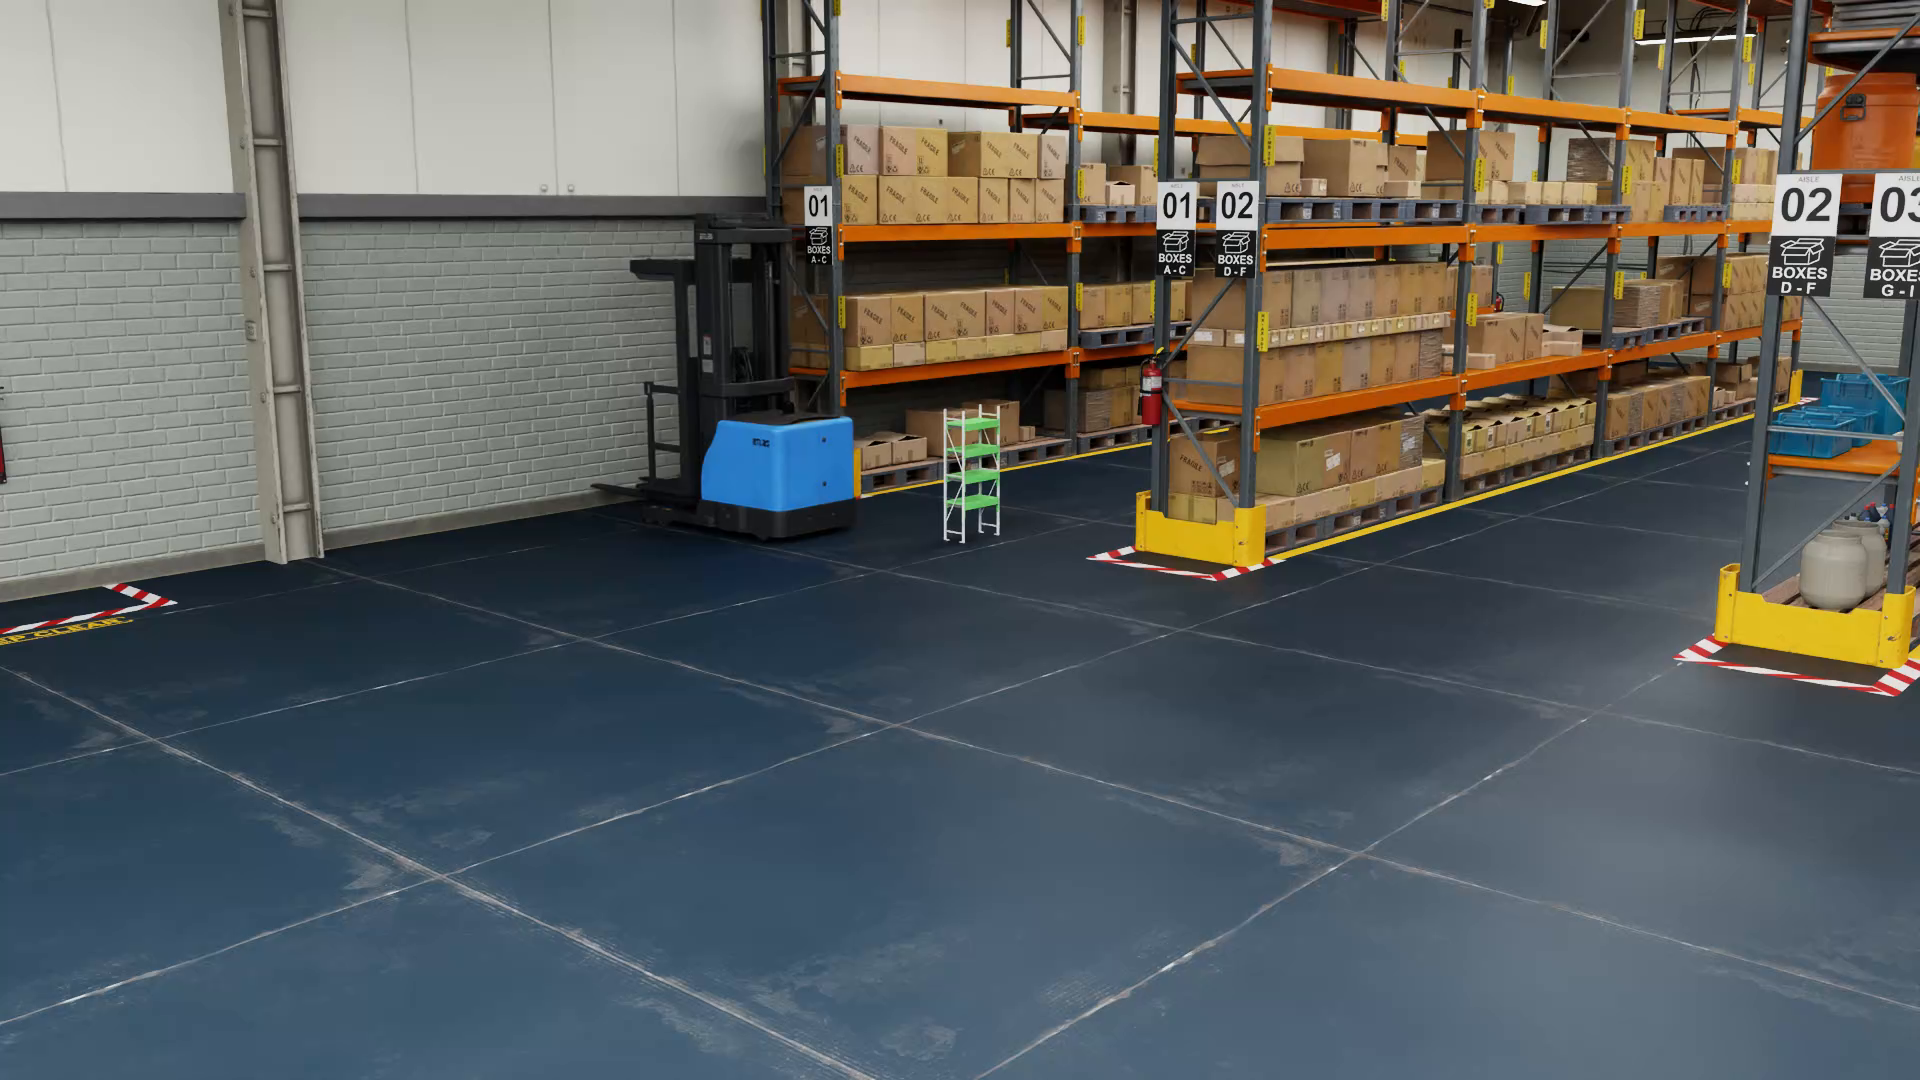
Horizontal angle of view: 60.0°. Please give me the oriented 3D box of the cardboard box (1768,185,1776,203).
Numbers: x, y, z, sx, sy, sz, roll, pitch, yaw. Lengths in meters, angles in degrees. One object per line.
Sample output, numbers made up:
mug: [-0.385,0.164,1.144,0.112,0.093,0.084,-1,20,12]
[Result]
cardboard box: [11.528,-5.008,24.075,0.500,0.250,0.500,10,15,40]

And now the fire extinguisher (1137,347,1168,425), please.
fire extinguisher: [1.675,-1.346,14.488,0.296,0.674,0.183,10,15,40]

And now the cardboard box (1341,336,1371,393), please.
cardboard box: [3.440,-1.685,15.735,0.700,0.500,0.500,10,15,42]

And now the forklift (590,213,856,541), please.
forklift: [-2.429,-1.646,15.968,3.031,2.935,1.130,9,15,39]

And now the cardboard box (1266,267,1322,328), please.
cardboard box: [2.798,-2.179,14.896,0.700,0.500,0.500,9,15,39]

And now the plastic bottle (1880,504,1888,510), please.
plastic bottle: [7.921,-0.176,14.278,0.097,0.271,0.097,0,11,0]

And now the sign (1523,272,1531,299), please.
sign: [6.969,-3.116,20.399,0.100,0.325,0.005,10,15,40]

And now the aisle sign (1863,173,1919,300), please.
aisle sign: [5.993,-1.926,10.561,0.394,0.787,0.004,10,15,40]

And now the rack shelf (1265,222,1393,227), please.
rack shelf: [4.980,-4.570,24.614,1.077,0.370,4.000,10,15,40]

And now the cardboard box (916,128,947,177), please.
cardboard box: [-0.486,-4.170,17.916,0.500,0.500,0.500,10,15,42]

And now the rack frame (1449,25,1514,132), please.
rack frame: [8.940,-7.277,28.670,1.000,3.000,0.127,10,15,40]

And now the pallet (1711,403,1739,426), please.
pallet: [10.477,-1.840,23.885,1.003,0.211,1.213,10,15,40]

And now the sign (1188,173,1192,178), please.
sign: [3.248,-4.994,23.377,0.100,0.325,0.005,10,15,40]

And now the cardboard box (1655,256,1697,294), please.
cardboard box: [10.163,-3.754,23.539,0.500,0.500,0.500,10,15,41]

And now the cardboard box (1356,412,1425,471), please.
cardboard box: [4.262,-0.986,16.525,0.500,0.500,0.500,10,15,40]

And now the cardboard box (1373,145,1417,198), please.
cardboard box: [4.212,-3.684,16.655,0.500,0.500,0.500,-11,15,-43]

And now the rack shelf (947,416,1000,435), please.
rack shelf: [0.109,-1.021,15.134,0.258,0.148,0.480,10,15,40]

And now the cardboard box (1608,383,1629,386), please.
cardboard box: [8.508,-1.830,21.974,0.500,0.500,0.500,9,14,38]

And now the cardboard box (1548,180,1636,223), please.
cardboard box: [7.646,-4.107,20.200,0.910,0.500,0.500,10,15,40]

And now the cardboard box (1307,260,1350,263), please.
cardboard box: [5.502,-4.068,24.941,0.500,0.250,0.500,10,15,41]

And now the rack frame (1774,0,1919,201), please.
rack frame: [5.820,-3.642,10.471,1.000,3.000,0.127,10,15,40]

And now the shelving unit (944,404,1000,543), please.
shelving unit: [0.109,-0.613,15.216,0.258,1.200,0.503,10,15,40]

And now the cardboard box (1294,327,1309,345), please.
cardboard box: [2.861,-1.814,14.723,0.380,0.149,0.250,10,15,41]

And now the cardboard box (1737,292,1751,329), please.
cardboard box: [10.900,-3.271,23.675,0.500,0.500,0.500,10,15,41]

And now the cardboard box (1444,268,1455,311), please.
cardboard box: [7.629,-4.186,27.747,0.980,0.700,0.700,9,14,38]

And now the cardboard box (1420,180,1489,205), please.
cardboard box: [5.156,-3.622,17.341,0.500,0.250,0.500,-10,15,-42]

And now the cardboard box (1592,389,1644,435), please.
cardboard box: [8.239,-1.616,20.902,0.500,0.500,0.500,9,14,38]

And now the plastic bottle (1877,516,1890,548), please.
plastic bottle: [7.611,-0.064,13.718,0.097,0.271,0.097,0,11,0]

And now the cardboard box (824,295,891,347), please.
cardboard box: [-1.081,-2.316,17.568,0.500,0.500,0.500,10,15,40]

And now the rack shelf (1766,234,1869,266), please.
rack shelf: [7.141,-2.113,12.308,1.077,0.370,4.000,10,15,40]

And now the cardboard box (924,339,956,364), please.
cardboard box: [-0.388,-2.100,18.401,0.500,0.250,0.500,9,15,39]

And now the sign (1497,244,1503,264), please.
sign: [9.339,-4.947,28.759,0.100,0.325,0.005,10,15,40]

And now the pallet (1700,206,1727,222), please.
pallet: [9.540,-4.399,22.396,1.213,0.211,1.003,10,15,40]

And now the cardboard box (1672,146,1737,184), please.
cardboard box: [10.316,-5.193,23.088,0.700,0.500,0.500,10,15,40]

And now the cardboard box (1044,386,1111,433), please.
cardboard box: [1.492,-1.670,21.172,0.700,0.500,0.500,10,15,42]

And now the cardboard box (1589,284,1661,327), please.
cardboard box: [8.461,-2.990,21.196,0.500,0.500,0.700,-9,14,-37]

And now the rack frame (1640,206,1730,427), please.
rack frame: [10.023,-3.107,23.107,1.000,3.000,0.127,10,15,40]

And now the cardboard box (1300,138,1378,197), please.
cardboard box: [3.404,-3.345,14.955,0.500,0.500,0.500,10,15,40]

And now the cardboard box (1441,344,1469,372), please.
cardboard box: [5.035,-1.934,17.619,0.500,0.250,0.500,11,16,44]

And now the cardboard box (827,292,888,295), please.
cardboard box: [-1.130,-2.455,18.260,0.500,0.500,0.500,10,15,41]

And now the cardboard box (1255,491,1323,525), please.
cardboard box: [2.950,-0.323,15.117,0.500,0.250,0.500,10,15,40]

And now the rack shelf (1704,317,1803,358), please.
rack shelf: [11.344,-3.048,24.650,1.077,0.370,4.000,10,15,40]

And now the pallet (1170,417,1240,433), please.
pallet: [3.143,-1.676,23.063,1.003,0.211,1.213,10,15,40]

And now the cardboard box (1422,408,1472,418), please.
cardboard box: [5.464,-1.309,18.624,0.500,0.311,0.500,10,15,40]

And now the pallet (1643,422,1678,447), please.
pallet: [8.710,-1.434,21.853,1.003,0.211,1.213,10,15,40]

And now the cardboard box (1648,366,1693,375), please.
cardboard box: [10.186,-2.217,23.912,0.500,0.500,0.500,10,15,40]

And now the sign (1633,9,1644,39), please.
sign: [7.802,-5.924,19.109,0.100,0.325,0.005,10,15,40]

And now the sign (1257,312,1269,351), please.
sign: [2.515,-1.732,13.811,0.100,0.325,0.005,10,15,40]

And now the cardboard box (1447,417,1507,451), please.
cardboard box: [5.537,-1.164,17.896,0.500,0.311,0.500,10,15,40]

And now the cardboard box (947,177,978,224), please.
cardboard box: [-0.154,-3.761,18.416,0.500,0.500,0.500,11,16,44]

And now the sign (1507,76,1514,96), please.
sign: [9.339,-7.702,28.209,0.100,0.325,0.005,10,15,40]

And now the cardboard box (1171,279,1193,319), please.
cardboard box: [3.008,-3.267,22.529,0.700,0.500,0.500,8,14,35]

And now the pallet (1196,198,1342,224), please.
pallet: [2.588,-2.869,14.486,1.003,0.211,1.213,10,15,40]

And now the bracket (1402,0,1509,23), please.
bracket: [8.354,-9.063,28.420,0.076,0.066,4.783,10,15,40]

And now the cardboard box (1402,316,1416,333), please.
cardboard box: [4.216,-2.115,16.232,0.380,0.149,0.250,10,15,40]

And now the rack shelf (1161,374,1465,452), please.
rack shelf: [3.422,-1.283,15.811,1.077,0.370,4.000,10,15,40]

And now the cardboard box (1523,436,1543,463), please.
cardboard box: [6.210,-1.041,18.712,0.500,0.250,0.500,10,15,41]
